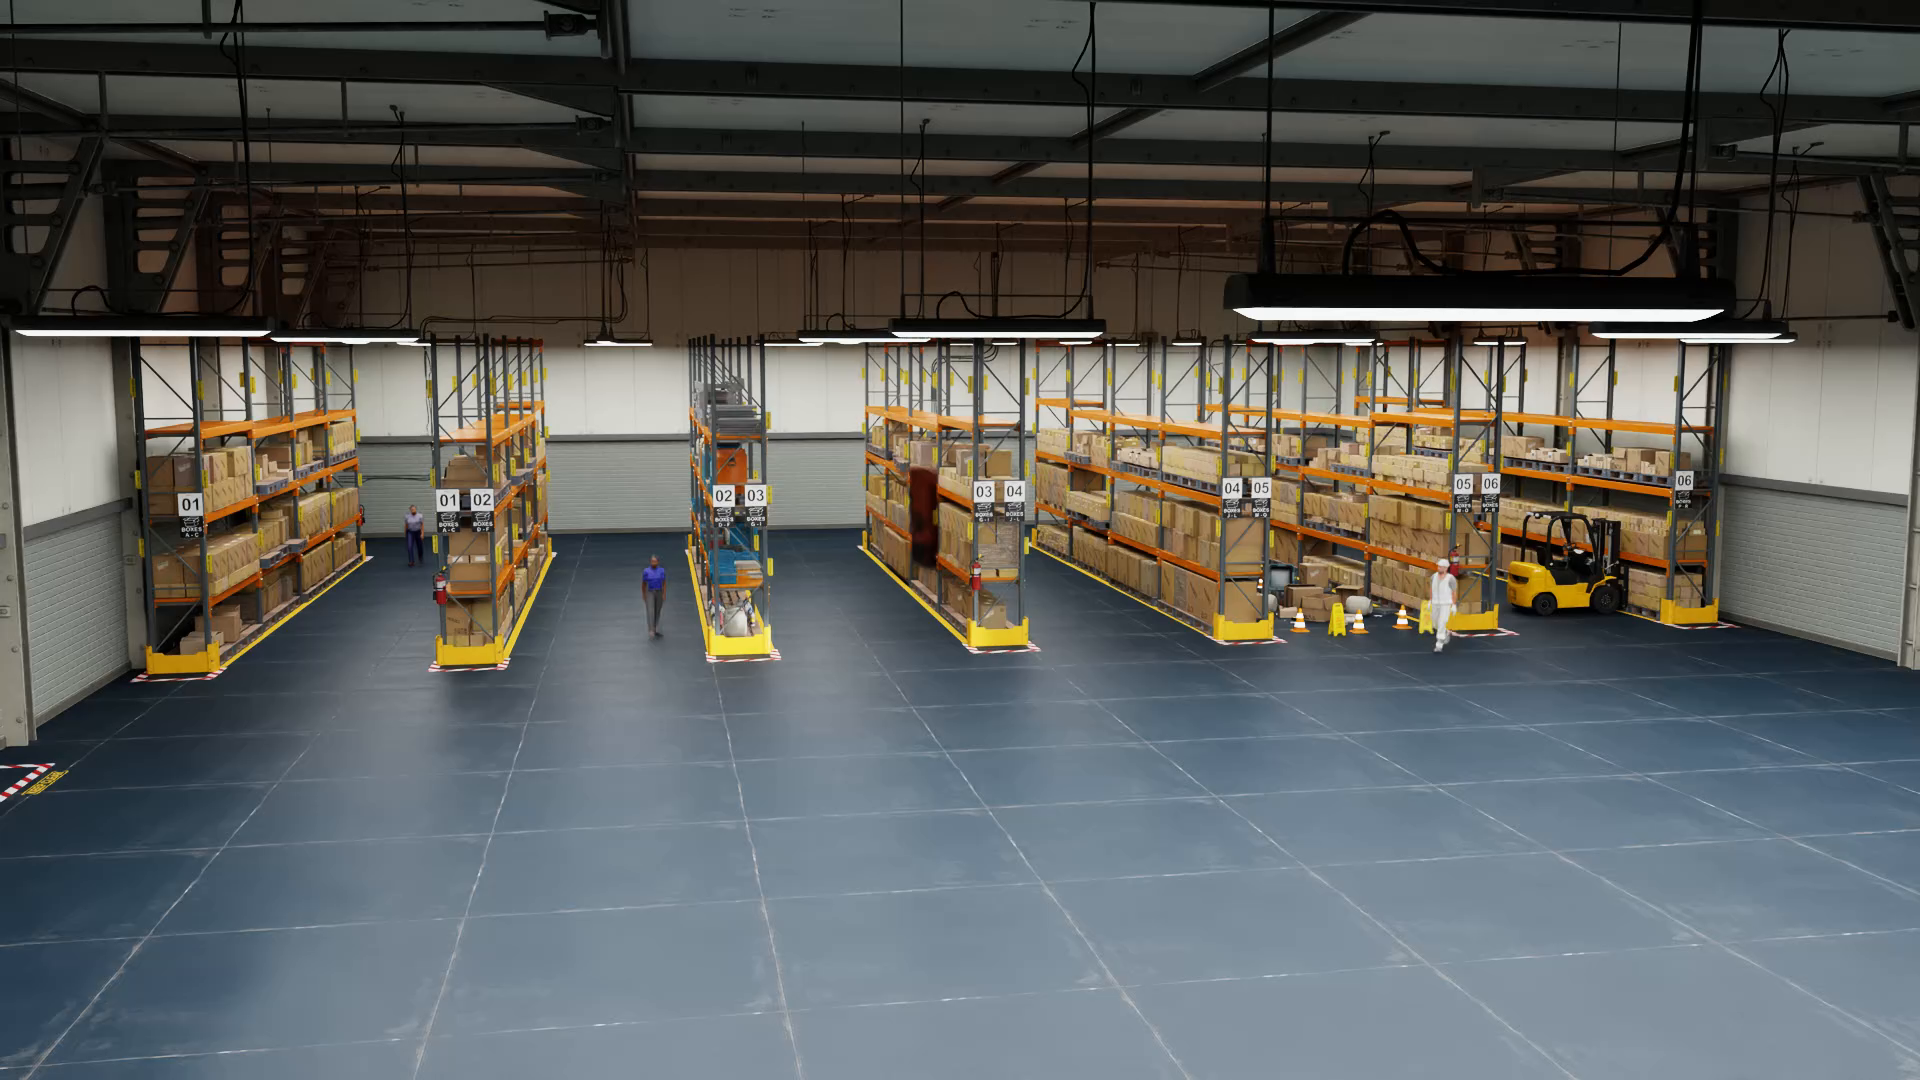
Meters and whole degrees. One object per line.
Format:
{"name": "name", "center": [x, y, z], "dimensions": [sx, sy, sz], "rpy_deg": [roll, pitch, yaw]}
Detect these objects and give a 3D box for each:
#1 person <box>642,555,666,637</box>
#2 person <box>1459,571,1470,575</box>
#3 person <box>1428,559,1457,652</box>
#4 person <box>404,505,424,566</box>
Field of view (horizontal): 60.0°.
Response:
{"name": "person", "center": [-6.090, 1.104, 33.194], "dimensions": [0.469, 1.605, 0.977], "rpy_deg": [-3, 7, -23]}
{"name": "person", "center": [11.554, 0.573, 38.216], "dimensions": [0.408, 1.597, 0.723], "rpy_deg": [-3, 7, -21]}
{"name": "person", "center": [9.190, 1.219, 31.605], "dimensions": [0.579, 1.759, 0.885], "rpy_deg": [6, 9, 40]}
{"name": "person", "center": [-14.527, -0.149, 44.290], "dimensions": [0.484, 1.582, 0.857], "rpy_deg": [-2, 7, -13]}
